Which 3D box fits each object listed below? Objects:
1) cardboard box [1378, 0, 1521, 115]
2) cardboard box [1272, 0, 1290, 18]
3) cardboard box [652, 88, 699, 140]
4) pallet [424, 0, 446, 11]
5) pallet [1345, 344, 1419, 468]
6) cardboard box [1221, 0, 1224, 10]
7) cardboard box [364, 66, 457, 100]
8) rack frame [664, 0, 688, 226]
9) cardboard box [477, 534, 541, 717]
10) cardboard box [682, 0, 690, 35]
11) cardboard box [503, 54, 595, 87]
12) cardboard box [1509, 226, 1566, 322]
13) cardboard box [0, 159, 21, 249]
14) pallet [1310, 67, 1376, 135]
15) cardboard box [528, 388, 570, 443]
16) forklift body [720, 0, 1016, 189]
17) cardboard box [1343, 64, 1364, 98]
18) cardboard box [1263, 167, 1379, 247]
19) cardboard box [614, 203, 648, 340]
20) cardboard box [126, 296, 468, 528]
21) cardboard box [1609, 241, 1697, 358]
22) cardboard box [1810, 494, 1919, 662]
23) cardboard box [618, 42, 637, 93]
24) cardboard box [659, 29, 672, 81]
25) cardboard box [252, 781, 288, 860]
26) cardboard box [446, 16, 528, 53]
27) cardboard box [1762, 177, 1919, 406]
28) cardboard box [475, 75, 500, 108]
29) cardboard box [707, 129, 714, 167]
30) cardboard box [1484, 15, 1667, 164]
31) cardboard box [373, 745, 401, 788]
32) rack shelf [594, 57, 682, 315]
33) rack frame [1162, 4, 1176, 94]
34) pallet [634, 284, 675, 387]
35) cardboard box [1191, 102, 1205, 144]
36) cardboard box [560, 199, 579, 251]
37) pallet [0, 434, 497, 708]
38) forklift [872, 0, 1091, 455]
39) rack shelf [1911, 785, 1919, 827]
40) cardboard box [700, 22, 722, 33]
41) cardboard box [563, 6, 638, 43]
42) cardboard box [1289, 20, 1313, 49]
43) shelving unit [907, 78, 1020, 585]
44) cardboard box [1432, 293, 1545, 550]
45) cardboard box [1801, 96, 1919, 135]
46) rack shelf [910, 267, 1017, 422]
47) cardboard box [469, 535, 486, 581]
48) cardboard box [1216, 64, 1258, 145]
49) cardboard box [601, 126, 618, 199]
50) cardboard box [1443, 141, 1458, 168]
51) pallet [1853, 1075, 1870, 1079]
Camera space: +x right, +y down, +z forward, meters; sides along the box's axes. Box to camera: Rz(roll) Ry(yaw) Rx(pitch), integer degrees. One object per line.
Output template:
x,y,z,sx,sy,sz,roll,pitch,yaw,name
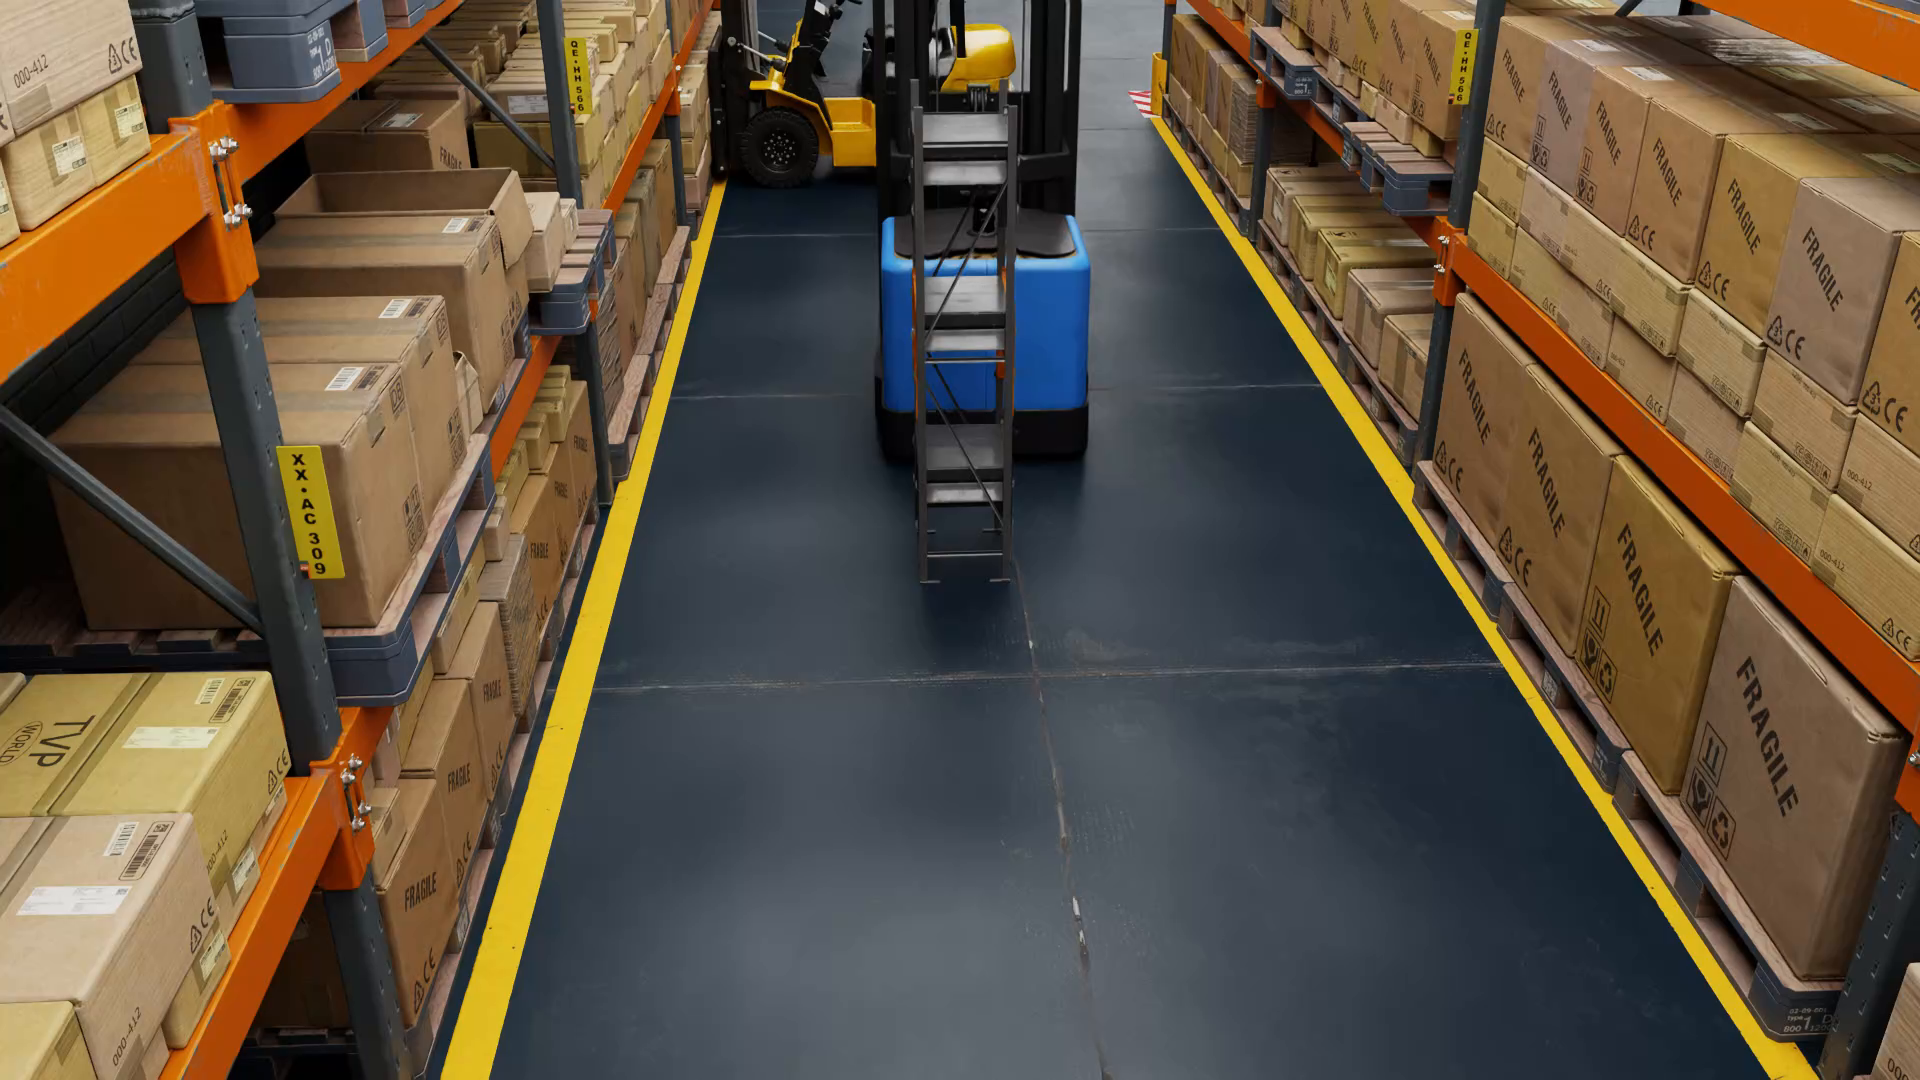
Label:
2.427,-2.431,8.283,0.500,0.500,0.500,-2,28,-3,cardboard box
2.295,-3.613,10.550,0.500,0.500,0.500,-1,28,-1,cardboard box
-2.112,-2.994,11.684,0.500,0.250,0.500,-2,28,-3,cardboard box
-2.003,-1.686,4.699,1.213,0.211,1.003,-1,28,-3,pallet
2.727,-0.751,8.962,1.003,0.211,1.213,-1,28,-3,pallet
2.196,-4.092,12.623,0.380,0.149,0.250,-2,28,-4,cardboard box
-2.535,-2.101,7.724,0.380,0.149,0.250,-1,28,-1,cardboard box
-2.400,-3.352,10.934,1.000,3.000,0.127,-1,28,-3,rack frame
-1.863,0.319,6.143,0.500,0.500,0.500,-2,28,-4,cardboard box
-2.206,-3.848,11.776,0.500,0.500,0.500,-1,28,-2,cardboard box
-1.968,-2.233,7.978,0.380,0.149,0.250,-1,28,-1,cardboard box
2.585,-1.092,6.761,0.500,0.250,0.500,-2,28,-4,cardboard box
-1.653,-0.480,2.455,0.380,0.149,0.250,0,28,-1,cardboard box
2.622,-2.455,9.421,1.003,0.211,1.213,-1,28,-3,pallet
-1.867,-0.523,7.057,0.380,0.149,0.250,-3,28,-5,cardboard box
-0.688,-3.992,13.078,2.313,2.155,1.214,-1,28,-3,forklift body
2.354,-2.561,9.234,0.380,0.149,0.250,-2,28,-4,cardboard box
2.587,-2.253,11.213,0.950,0.372,0.625,-1,28,-2,cardboard box
-2.287,-1.539,9.572,0.875,0.625,0.625,-2,28,-5,cardboard box
-1.811,-0.356,4.628,0.700,0.500,0.500,-1,28,-2,cardboard box
2.599,-0.838,5.735,0.500,0.250,0.500,-1,28,-2,cardboard box
2.700,0.086,4.504,0.500,0.250,0.500,-2,28,-4,cardboard box
-2.056,-2.580,9.074,0.500,0.250,0.500,-1,28,-2,cardboard box
-2.112,-3.060,10.535,0.500,0.250,0.500,-1,28,-1,cardboard box
-1.713,0.595,3.638,0.380,0.149,0.250,-1,28,-2,cardboard box
-2.509,-2.691,8.856,0.380,0.149,0.250,-1,28,-1,cardboard box
2.666,-0.706,4.671,0.500,0.500,0.500,-1,28,-2,cardboard box
-2.520,-2.097,8.149,0.500,0.250,0.500,-1,28,-2,cardboard box
-2.179,-3.022,12.820,0.500,0.250,0.500,-1,28,-2,cardboard box
2.547,-1.881,6.923,0.500,0.500,0.500,-2,28,-4,cardboard box
-1.827,0.678,4.753,0.380,0.149,0.250,-2,28,-4,cardboard box
-2.295,-2.110,9.330,1.077,0.370,4.000,-1,28,-3,rack shelf
2.348,-5.321,14.709,1.000,3.000,0.127,-1,28,-3,rack frame
-2.255,-1.212,9.846,1.003,0.211,1.213,-1,28,-3,pallet
2.174,-3.422,13.586,0.500,0.250,0.500,0,28,1,cardboard box
-1.773,-1.286,6.789,0.380,0.149,0.250,-1,28,-2,cardboard box
-1.915,0.055,4.608,1.003,0.211,1.213,-1,28,-3,pallet
0.080,-2.369,9.124,1.130,2.935,3.031,-1,28,-2,forklift
3.079,1.463,2.479,1.077,0.370,4.000,-1,28,-3,rack shelf
-2.240,-4.169,13.938,0.500,0.250,0.500,-1,28,-2,cardboard box
-1.973,-2.822,9.108,0.380,0.149,0.250,-2,28,-4,cardboard box
2.275,-3.170,10.403,0.380,0.149,0.250,-1,28,-2,cardboard box
0.009,-0.855,7.118,0.431,2.100,0.503,-1,28,-3,shelving unit
2.719,-0.550,7.404,0.875,0.875,0.875,-2,28,-3,cardboard box
3.128,-1.182,5.583,0.500,0.500,0.500,-2,28,-3,cardboard box
0.009,-0.842,7.124,0.431,0.518,0.480,-1,28,-3,rack shelf
-1.909,0.079,5.902,0.380,0.149,0.250,-1,28,-2,cardboard box
2.230,-3.275,12.494,0.500,0.500,0.500,-1,28,-2,cardboard box
-1.991,-1.882,8.277,0.500,0.250,0.500,-2,28,-4,cardboard box
2.514,-1.847,7.866,0.380,0.149,0.250,0,28,-1,cardboard box
2.936,1.810,4.052,1.003,0.211,1.213,-1,28,-3,pallet
